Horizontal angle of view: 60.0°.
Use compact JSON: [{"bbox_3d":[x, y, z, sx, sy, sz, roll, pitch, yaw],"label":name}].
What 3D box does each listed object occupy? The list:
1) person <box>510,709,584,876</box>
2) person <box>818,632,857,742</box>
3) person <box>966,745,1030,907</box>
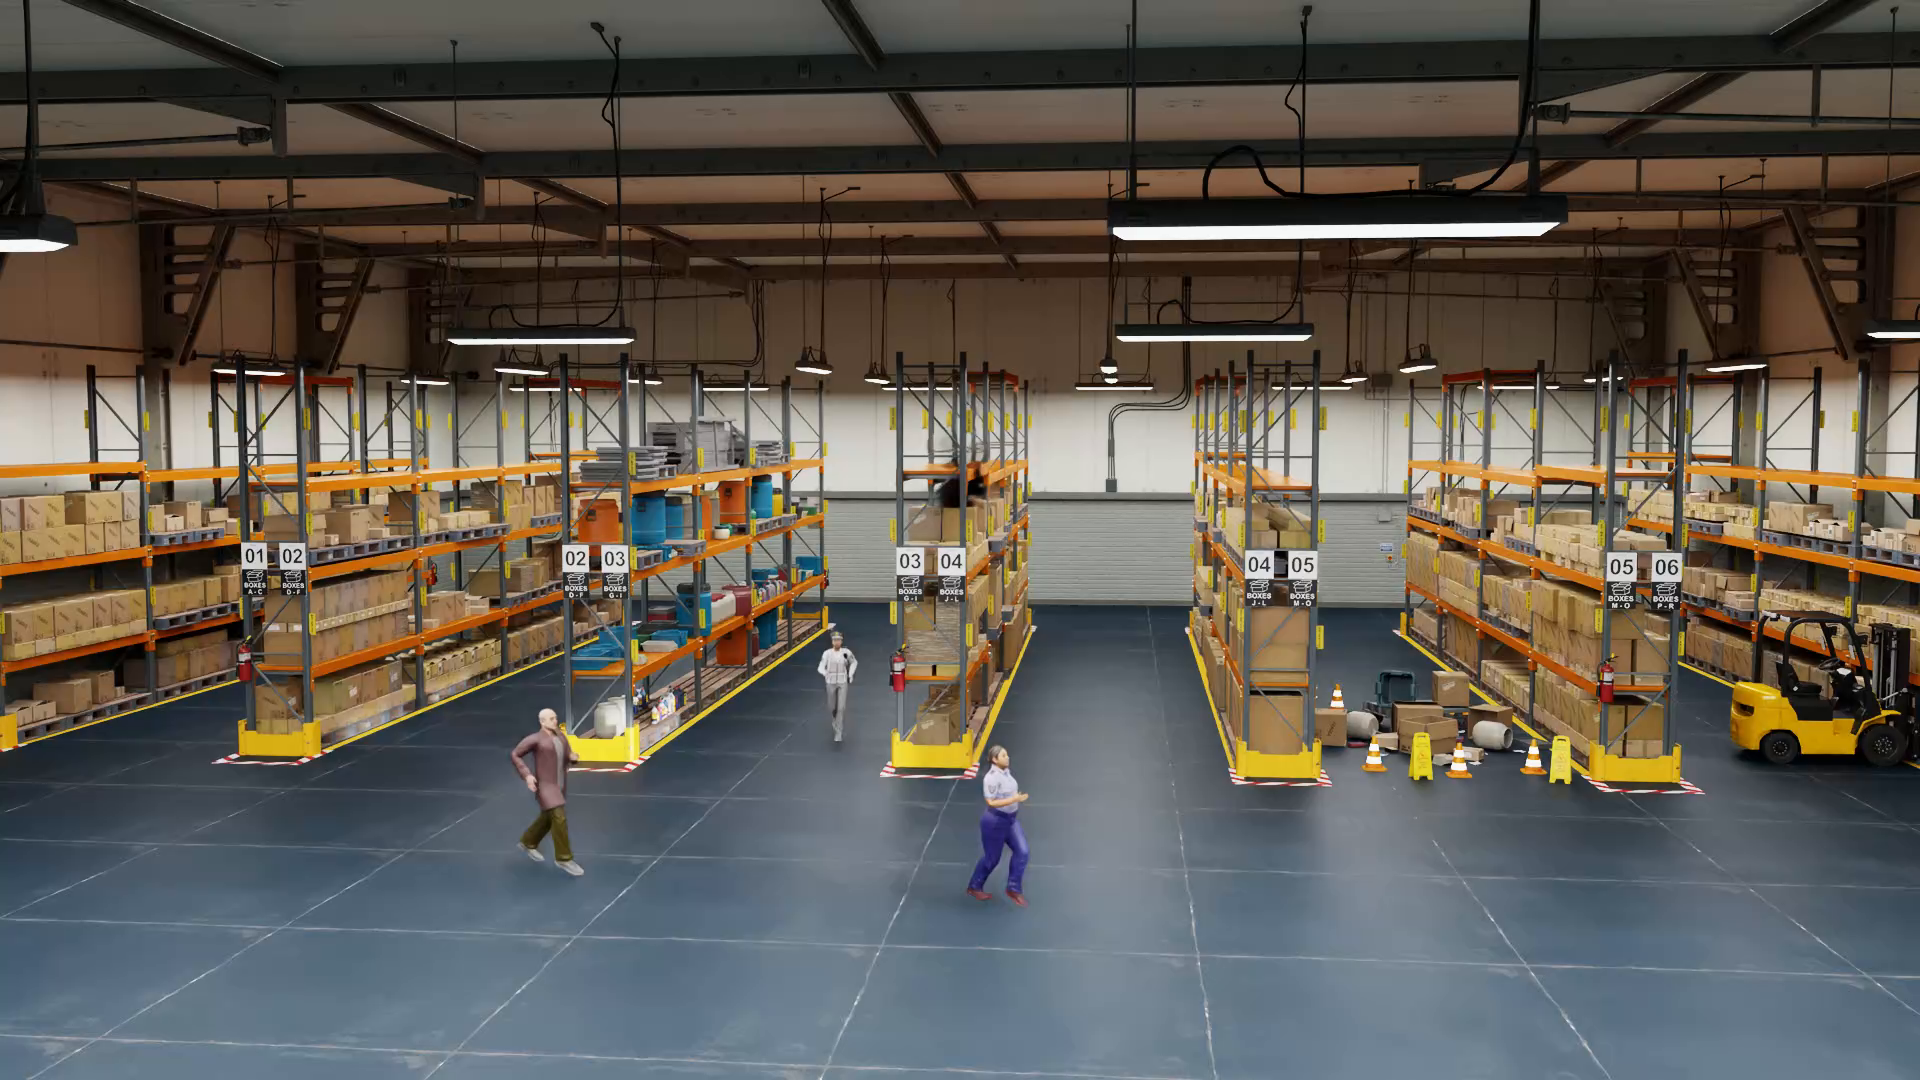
[{"bbox_3d":[-4.572,2.776,18.518,0.991,1.807,0.687,2,4,22],"label":"person"},{"bbox_3d":[-1.935,2.283,26.335,0.616,1.692,0.901,0,4,-2],"label":"person"},{"bbox_3d":[0.411,2.965,17.185,0.708,1.704,0.585,2,5,29],"label":"person"}]
